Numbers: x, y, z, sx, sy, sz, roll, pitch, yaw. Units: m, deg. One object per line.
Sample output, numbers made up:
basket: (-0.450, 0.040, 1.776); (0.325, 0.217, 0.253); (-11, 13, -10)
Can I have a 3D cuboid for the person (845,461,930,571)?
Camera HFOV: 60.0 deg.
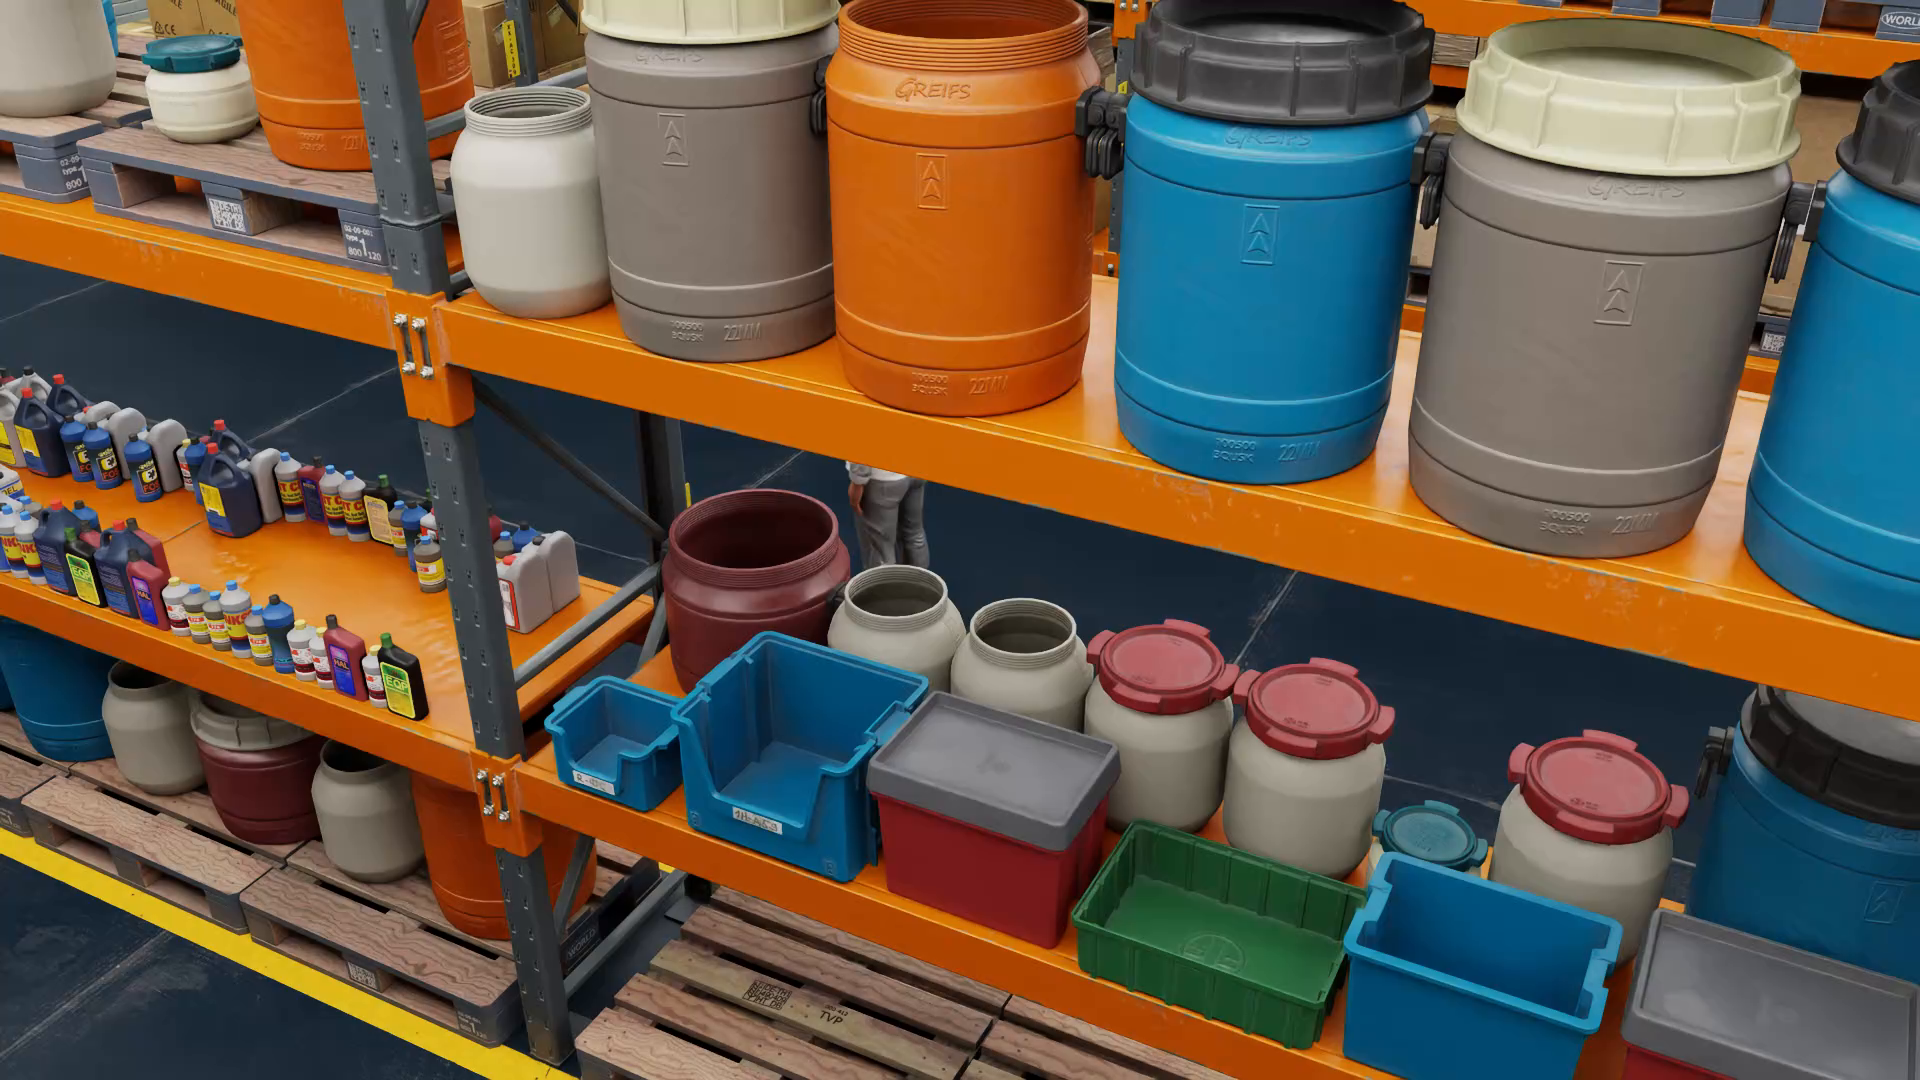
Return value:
person: (-0.340, -0.358, 7.700); (0.392, 1.776, 0.566); (19, 35, 30)
